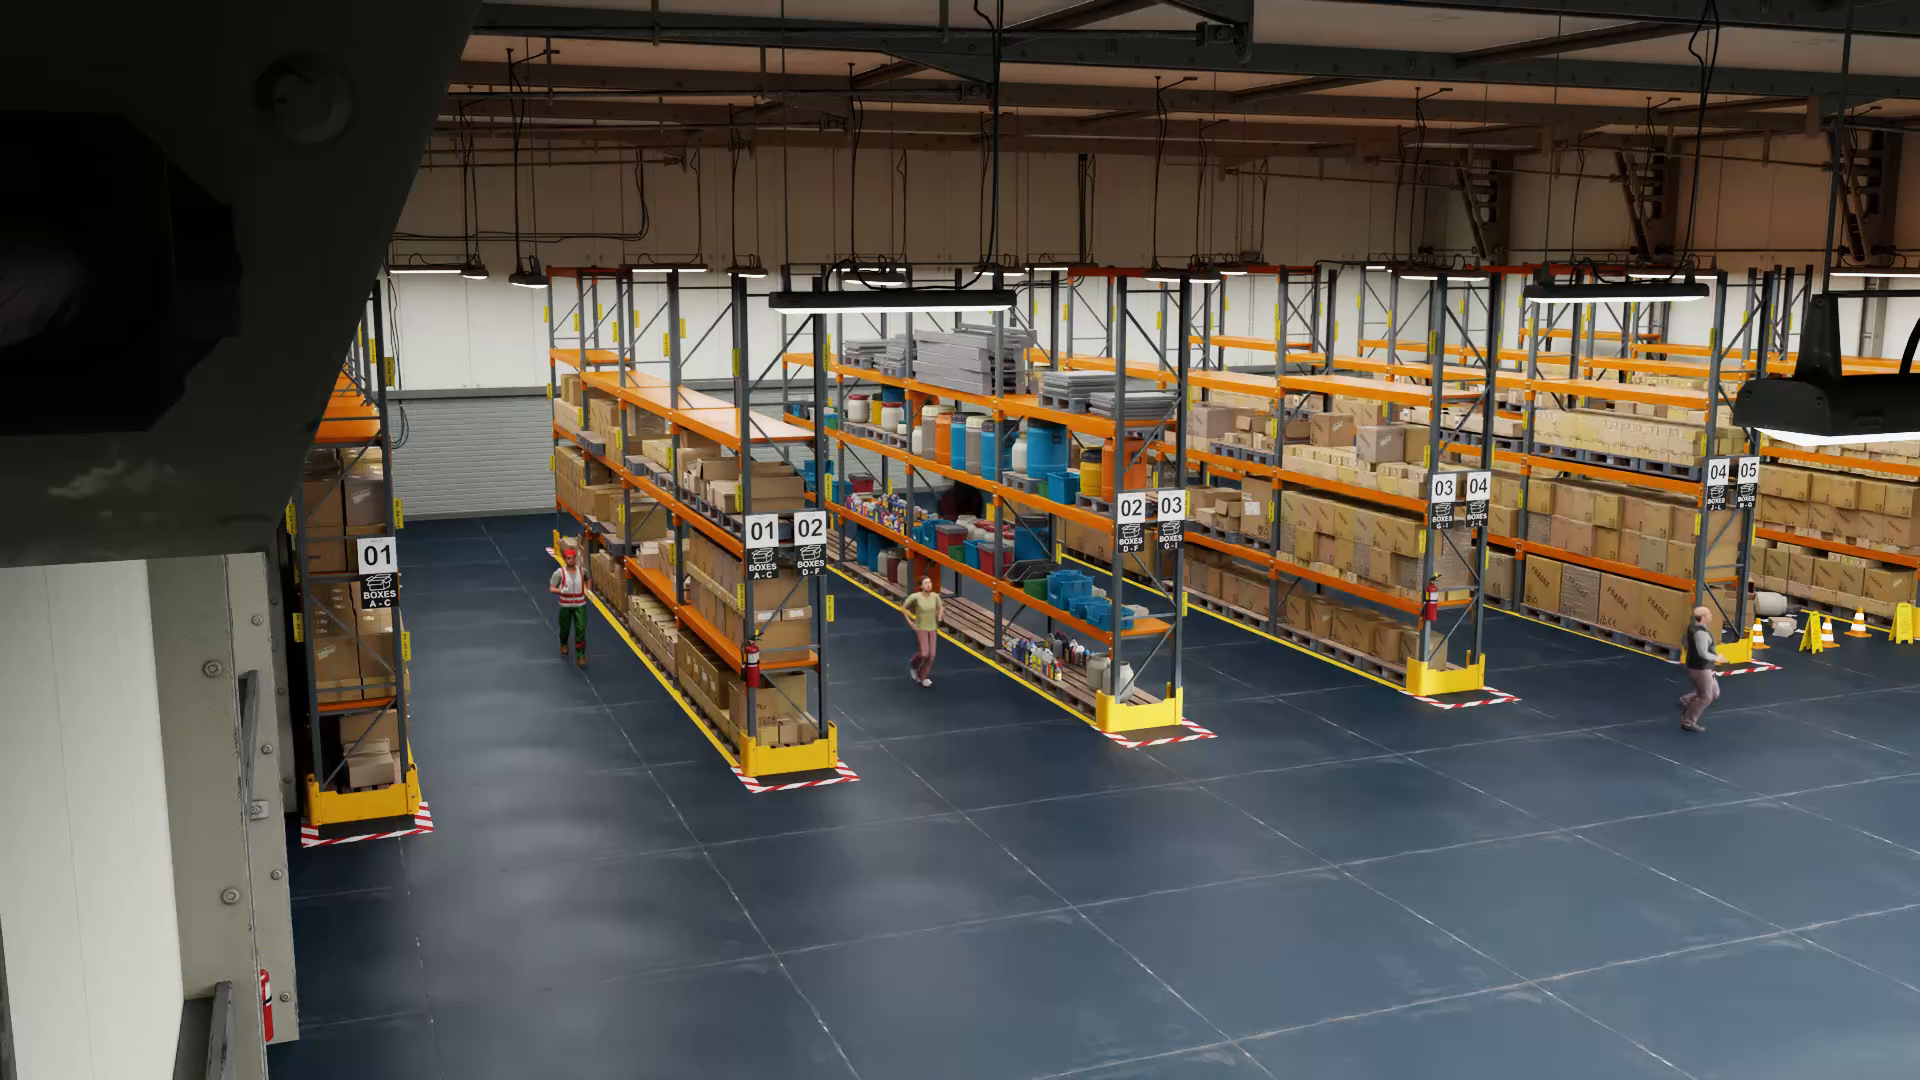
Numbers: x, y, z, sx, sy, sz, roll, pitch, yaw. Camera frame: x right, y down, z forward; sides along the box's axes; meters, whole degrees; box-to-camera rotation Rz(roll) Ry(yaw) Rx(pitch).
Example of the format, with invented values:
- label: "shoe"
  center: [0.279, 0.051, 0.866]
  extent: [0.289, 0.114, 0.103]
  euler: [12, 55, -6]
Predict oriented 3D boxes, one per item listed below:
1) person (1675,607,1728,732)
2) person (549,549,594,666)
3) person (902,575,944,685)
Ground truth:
- label: "person"
  center: [9.847, 1.705, 22.049]
  extent: [0.571, 1.680, 0.655]
  euler: [2, 10, 14]
- label: "person"
  center: [-5.969, 1.009, 25.589]
  extent: [0.668, 1.765, 0.998]
  euler: [-4, 11, -21]
- label: "person"
  center: [-0.497, 1.326, 24.313]
  extent: [0.624, 1.638, 0.514]
  euler: [-5, 11, -24]
